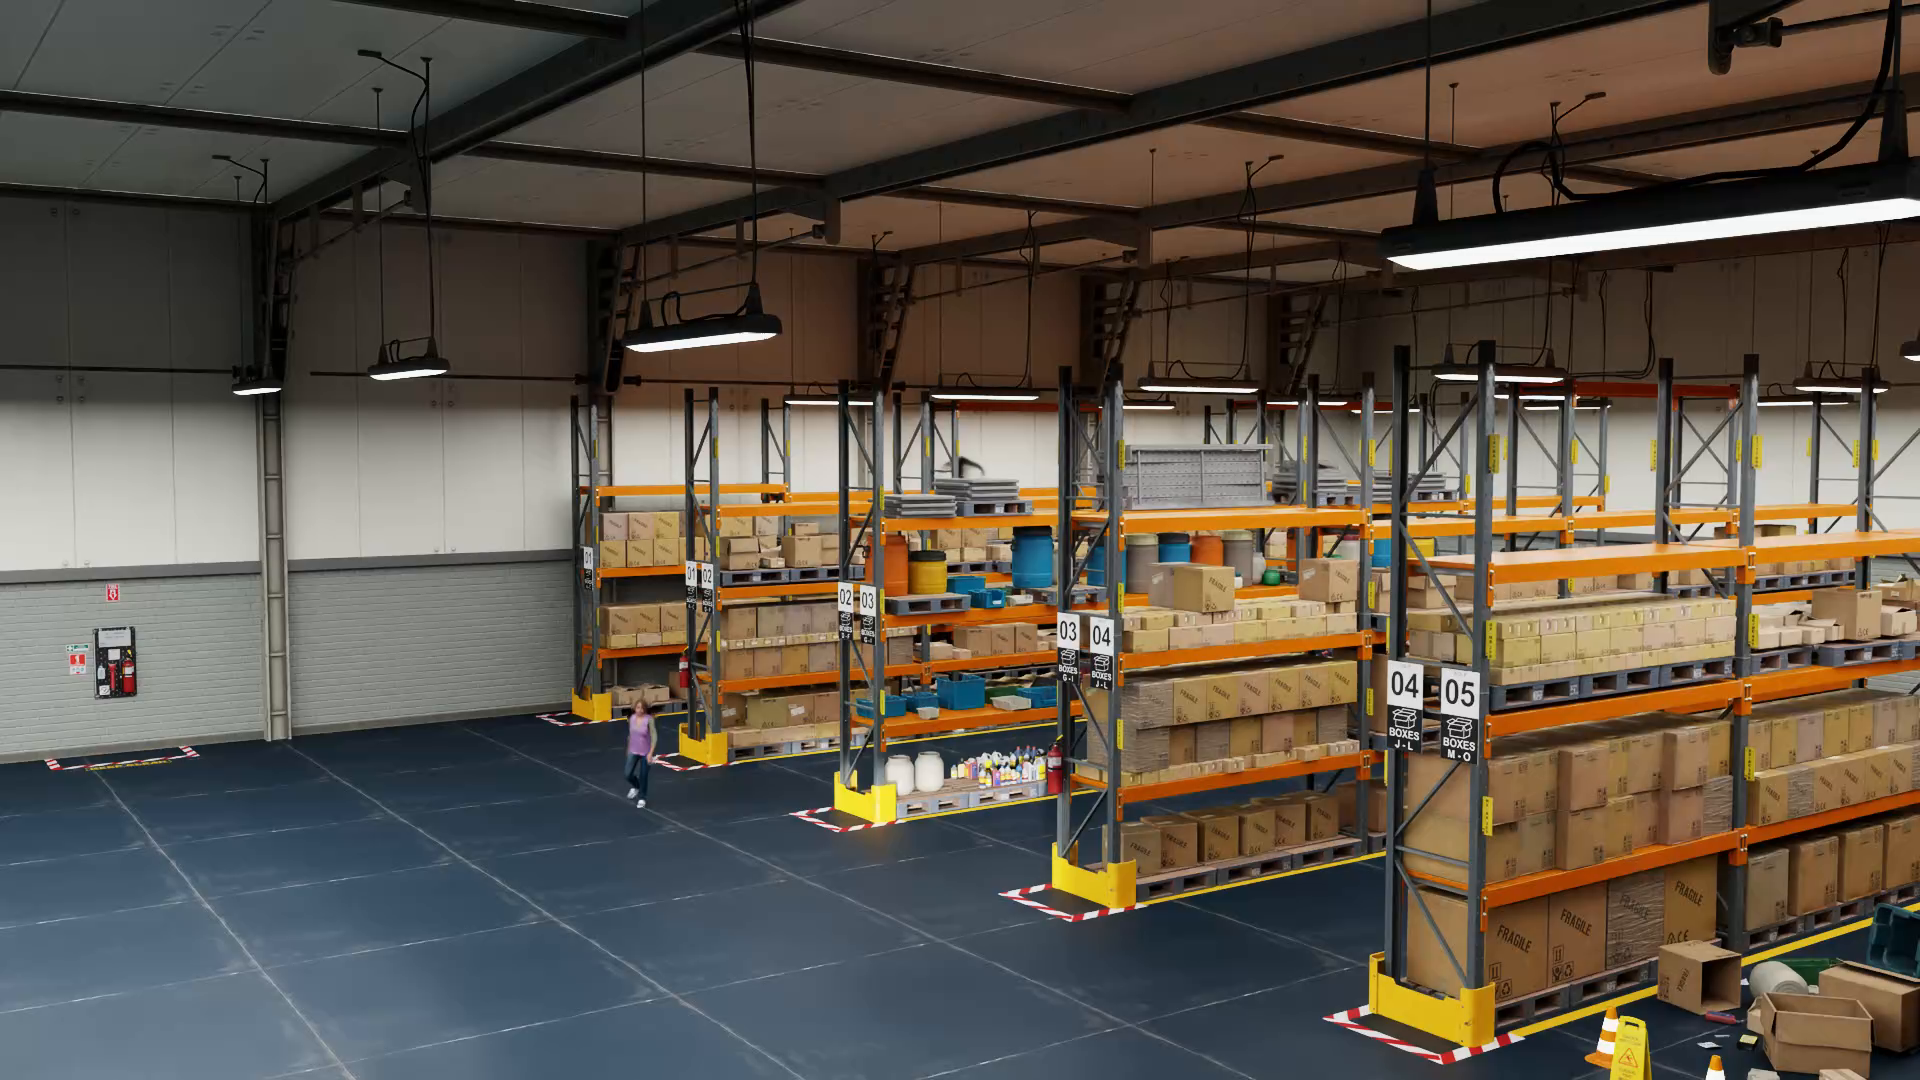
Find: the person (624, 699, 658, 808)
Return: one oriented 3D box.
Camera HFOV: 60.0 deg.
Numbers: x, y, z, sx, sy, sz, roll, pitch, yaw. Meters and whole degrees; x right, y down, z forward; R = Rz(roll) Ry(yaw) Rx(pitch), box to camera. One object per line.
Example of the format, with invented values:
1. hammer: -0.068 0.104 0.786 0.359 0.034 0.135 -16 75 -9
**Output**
1. person: -4.457 2.988 23.266 0.537 1.561 0.528 1 3 9
